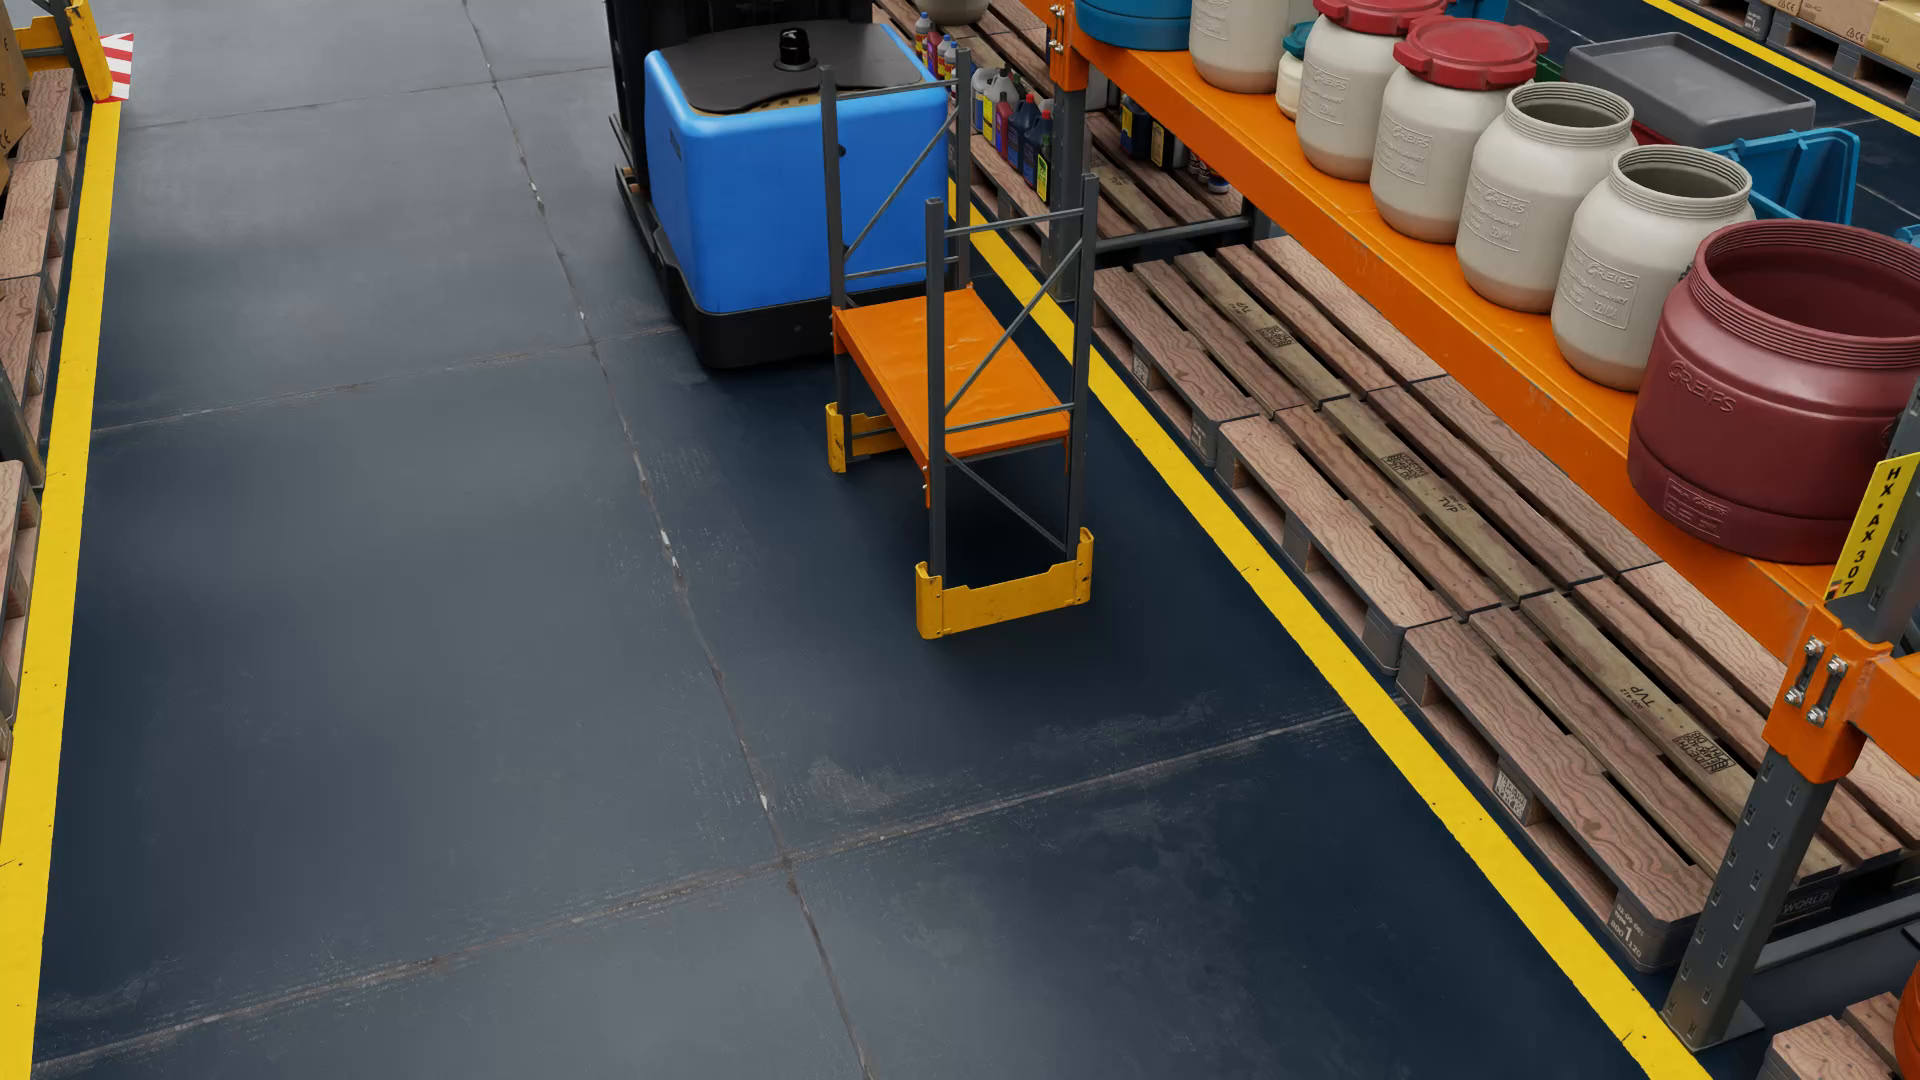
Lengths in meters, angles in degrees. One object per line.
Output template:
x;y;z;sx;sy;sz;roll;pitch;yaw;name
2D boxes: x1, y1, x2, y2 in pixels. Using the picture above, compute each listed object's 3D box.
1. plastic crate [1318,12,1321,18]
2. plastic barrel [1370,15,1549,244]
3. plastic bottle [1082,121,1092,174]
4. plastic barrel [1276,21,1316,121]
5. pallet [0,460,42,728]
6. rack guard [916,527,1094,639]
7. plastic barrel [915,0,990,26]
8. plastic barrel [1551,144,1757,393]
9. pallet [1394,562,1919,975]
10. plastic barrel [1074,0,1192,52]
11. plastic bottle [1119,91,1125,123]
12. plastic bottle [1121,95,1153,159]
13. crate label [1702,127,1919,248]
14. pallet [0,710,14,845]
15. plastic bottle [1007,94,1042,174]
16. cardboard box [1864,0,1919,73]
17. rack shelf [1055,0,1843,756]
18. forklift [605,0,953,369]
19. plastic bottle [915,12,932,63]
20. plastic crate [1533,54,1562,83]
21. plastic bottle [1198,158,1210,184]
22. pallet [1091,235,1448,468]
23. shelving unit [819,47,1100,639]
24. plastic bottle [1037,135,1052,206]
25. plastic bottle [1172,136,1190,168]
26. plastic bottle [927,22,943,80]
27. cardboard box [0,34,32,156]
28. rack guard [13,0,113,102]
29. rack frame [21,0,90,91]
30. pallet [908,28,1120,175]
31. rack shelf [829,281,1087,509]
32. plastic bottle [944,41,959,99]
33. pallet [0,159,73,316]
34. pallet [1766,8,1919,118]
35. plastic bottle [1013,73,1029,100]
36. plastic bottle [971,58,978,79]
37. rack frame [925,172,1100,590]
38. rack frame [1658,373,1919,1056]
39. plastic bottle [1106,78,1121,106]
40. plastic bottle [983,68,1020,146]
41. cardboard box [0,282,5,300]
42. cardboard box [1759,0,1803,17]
1.317;-2.149;6.057;0.402;0.464;0.583;-12;39;-16;plastic crate
1.388;-1.143;4.662;0.433;0.535;0.433;0;37;0;plastic barrel
0.506;-1.785;7.463;0.144;0.351;0.185;-12;39;-16;plastic bottle
1.174;-1.499;5.362;0.301;0.262;0.301;0;37;0;plastic barrel
-3.518;0.245;5.249;1.003;0.211;1.213;-12;39;-16;pallet
0.145;0.138;5.358;0.587;0.250;0.087;-12;39;-16;rack guard
-0.043;-3.128;9.129;0.421;0.512;0.421;0;37;0;plastic barrel
1.685;-0.656;4.034;0.421;0.512;0.421;0;37;0;plastic barrel
2.009;0.594;4.786;1.003;0.211;1.213;-12;39;-16;pallet
0.711;-2.253;5.831;0.600;0.901;0.708;-12;39;-16;plastic barrel
0.824;-2.144;8.005;0.097;0.271;0.097;0;37;0;plastic bottle
0.839;-1.963;7.700;0.144;0.351;0.185;-12;39;-16;plastic bottle
2.152;-0.705;4.164;0.502;0.435;0.616;-12;39;-16;crate label
-3.095;0.935;4.333;1.003;0.211;1.213;-12;39;-16;pallet
0.305;-1.864;7.567;0.144;0.351;0.185;-14;39;-18;plastic bottle
5.150;-2.643;8.702;0.500;0.250;0.500;-12;39;-16;cardboard box
1.551;-0.917;5.072;1.077;0.370;4.000;-12;39;-16;rack shelf
-0.988;-2.732;6.940;1.130;2.935;3.031;-12;39;-15;forklift
-0.182;-2.591;8.598;0.097;0.271;0.097;0;37;0;plastic bottle
1.727;-1.324;5.190;0.450;0.188;0.662;-12;39;-16;plastic crate
1.130;-1.720;7.500;0.097;0.201;0.097;0;37;0;plastic bottle
1.170;-0.784;6.616;1.003;0.211;1.213;-12;39;-16;pallet
-0.026;-0.642;5.356;0.587;1.500;1.083;-12;39;-16;shelving unit
0.388;-1.628;7.310;0.061;0.283;0.133;-11;38;-14;plastic bottle
1.028;-1.869;7.637;0.152;0.276;0.135;-11;38;-14;plastic bottle
-0.121;-2.464;8.420;0.061;0.283;0.133;-12;39;-15;plastic bottle
-4.727;-2.050;7.707;0.500;0.500;0.500;-3;37;-4;cardboard box
-5.138;-2.526;8.689;1.175;0.500;0.348;-12;39;-16;rack guard
-5.164;-3.568;7.994;1.000;3.000;0.127;-12;39;-16;rack frame
0.247;-2.298;8.626;1.003;0.211;1.213;-12;39;-16;pallet
-0.029;-0.504;5.471;0.538;0.185;1.000;-12;39;-16;rack shelf
-0.030;-2.340;8.266;0.097;0.271;0.097;0;37;0;plastic bottle
-4.475;-1.257;7.243;1.003;0.211;1.213;-12;39;-16;pallet
5.281;-2.701;9.161;1.003;0.211;1.213;-12;39;-16;pallet
0.281;-2.055;7.877;0.061;0.283;0.133;-12;39;-16;plastic bottle
0.040;-2.226;8.114;0.097;0.271;0.097;0;37;0;plastic bottle
0.146;-0.360;4.981;0.500;1.500;0.032;-12;39;-16;rack frame
2.239;-0.074;3.355;1.000;3.000;0.127;-12;39;-16;rack frame
0.764;-2.340;8.200;0.144;0.351;0.185;-13;39;-16;plastic bottle
0.194;-2.046;7.810;0.144;0.351;0.185;-13;39;-16;plastic bottle
-4.092;-1.034;6.358;0.500;0.500;0.500;-1;37;-1;cardboard box
4.802;-3.207;9.451;0.500;0.250;0.500;-12;39;-16;cardboard box
